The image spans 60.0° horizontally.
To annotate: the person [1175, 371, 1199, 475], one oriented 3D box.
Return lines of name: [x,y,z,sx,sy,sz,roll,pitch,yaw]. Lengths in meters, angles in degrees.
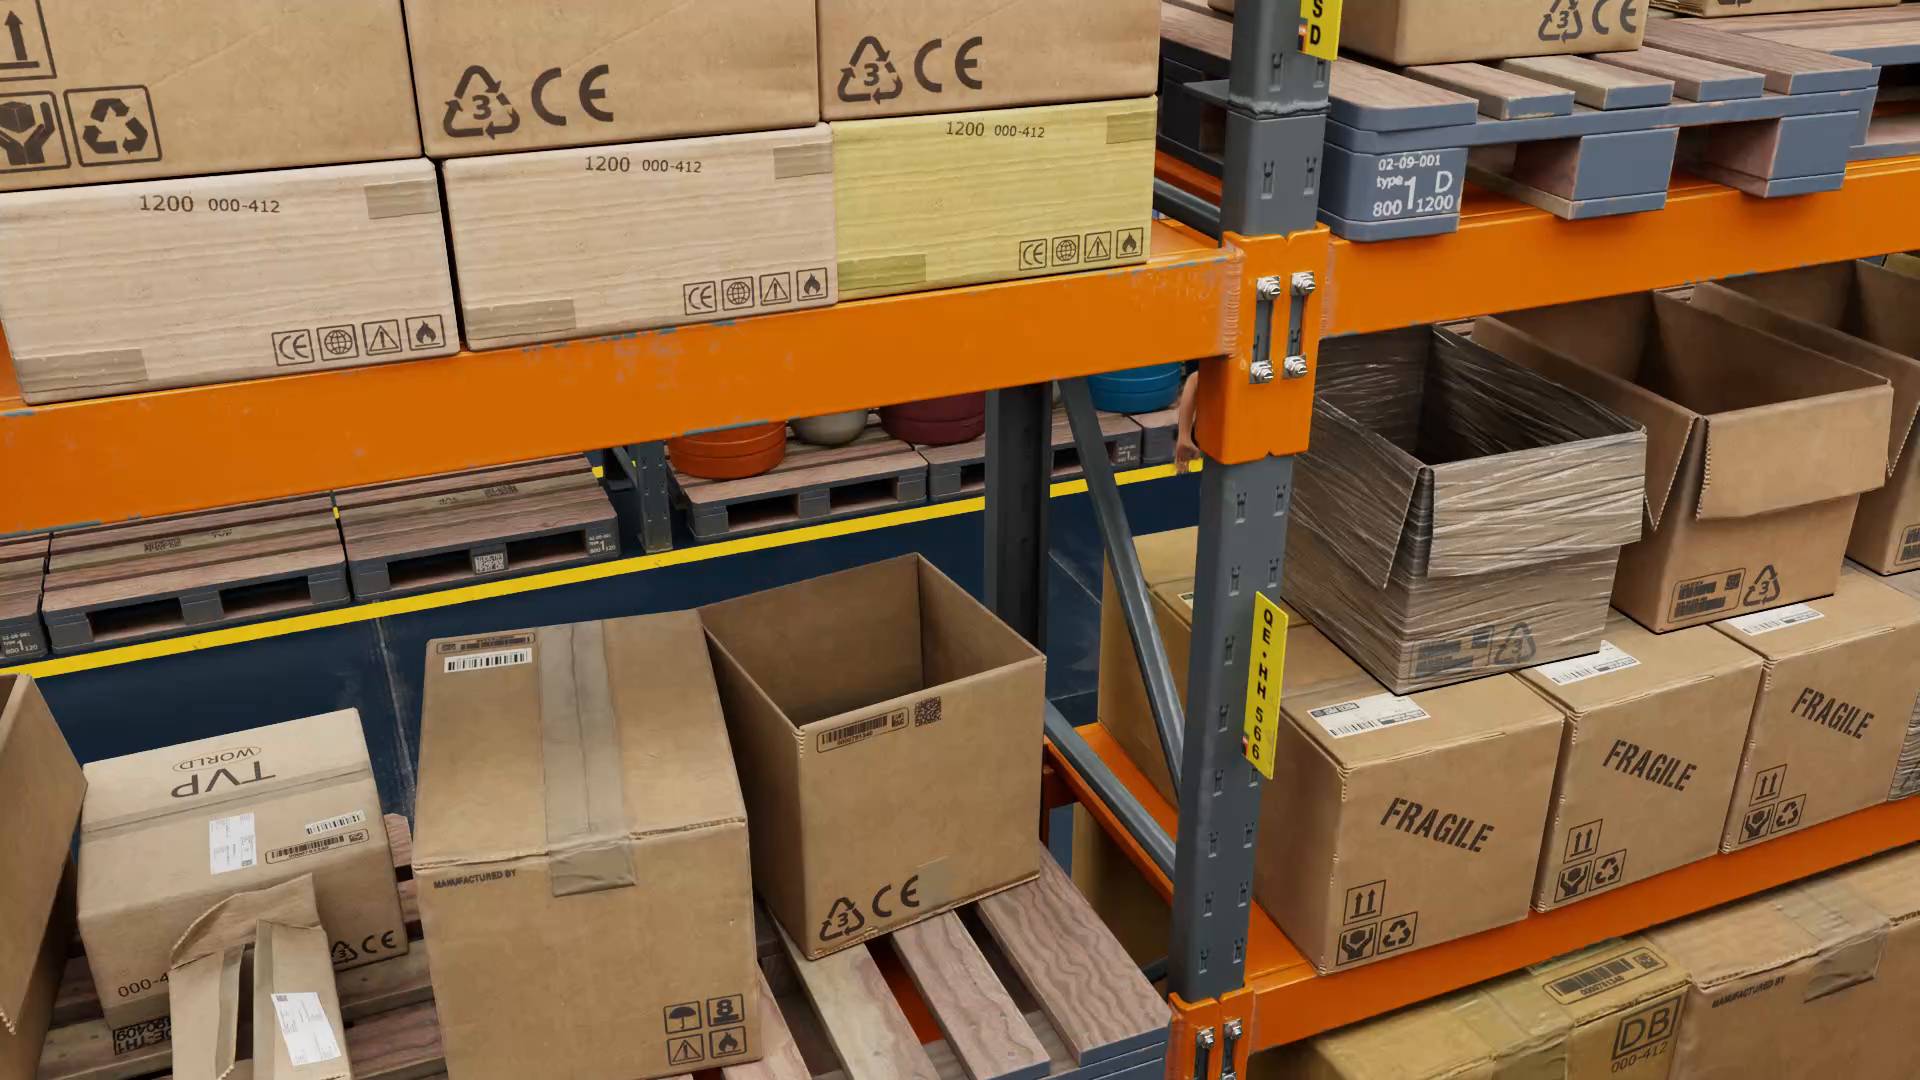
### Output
person: [1.139,-0.150,6.493,0.861,1.581,0.577,-8,27,-16]
